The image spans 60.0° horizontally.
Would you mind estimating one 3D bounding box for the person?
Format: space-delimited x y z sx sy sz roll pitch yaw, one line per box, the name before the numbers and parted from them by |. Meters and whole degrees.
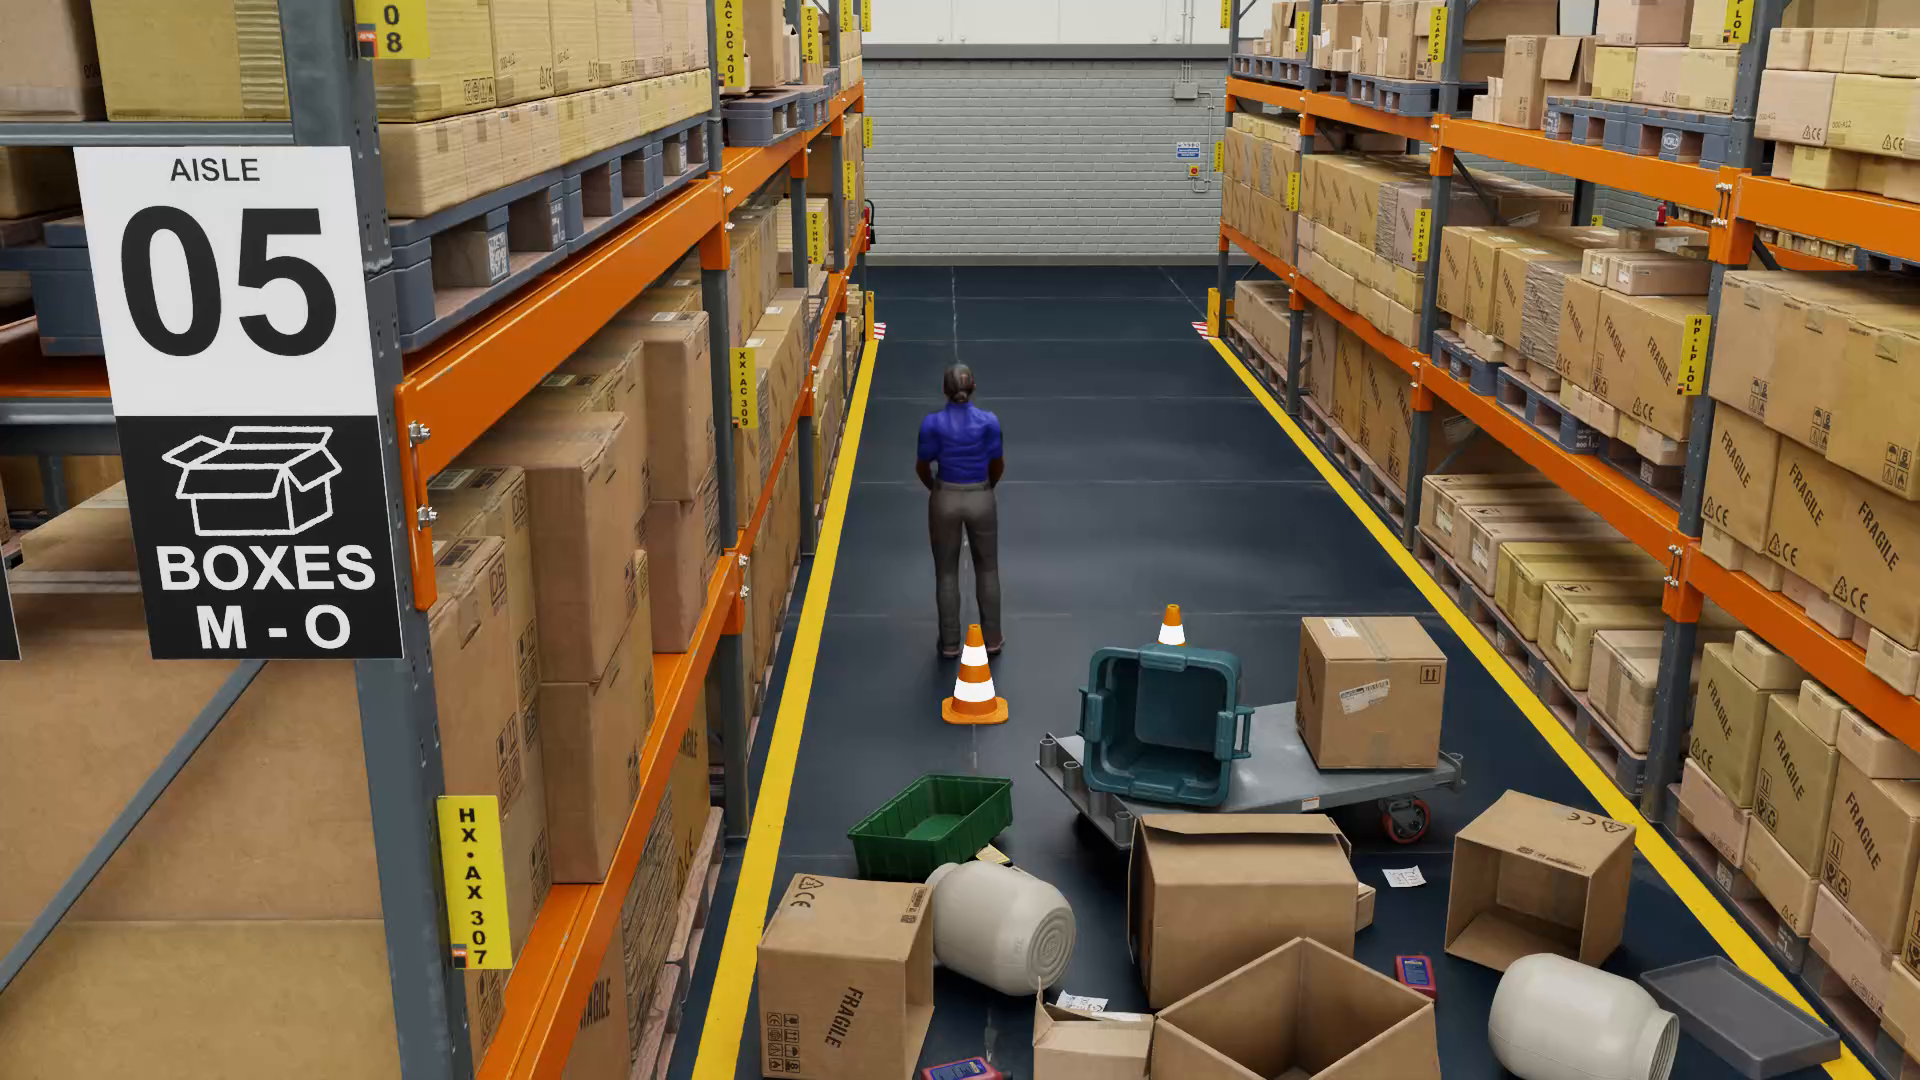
person | 0.006 -0.175 9.119 0.494 1.658 0.449 0 17 0
